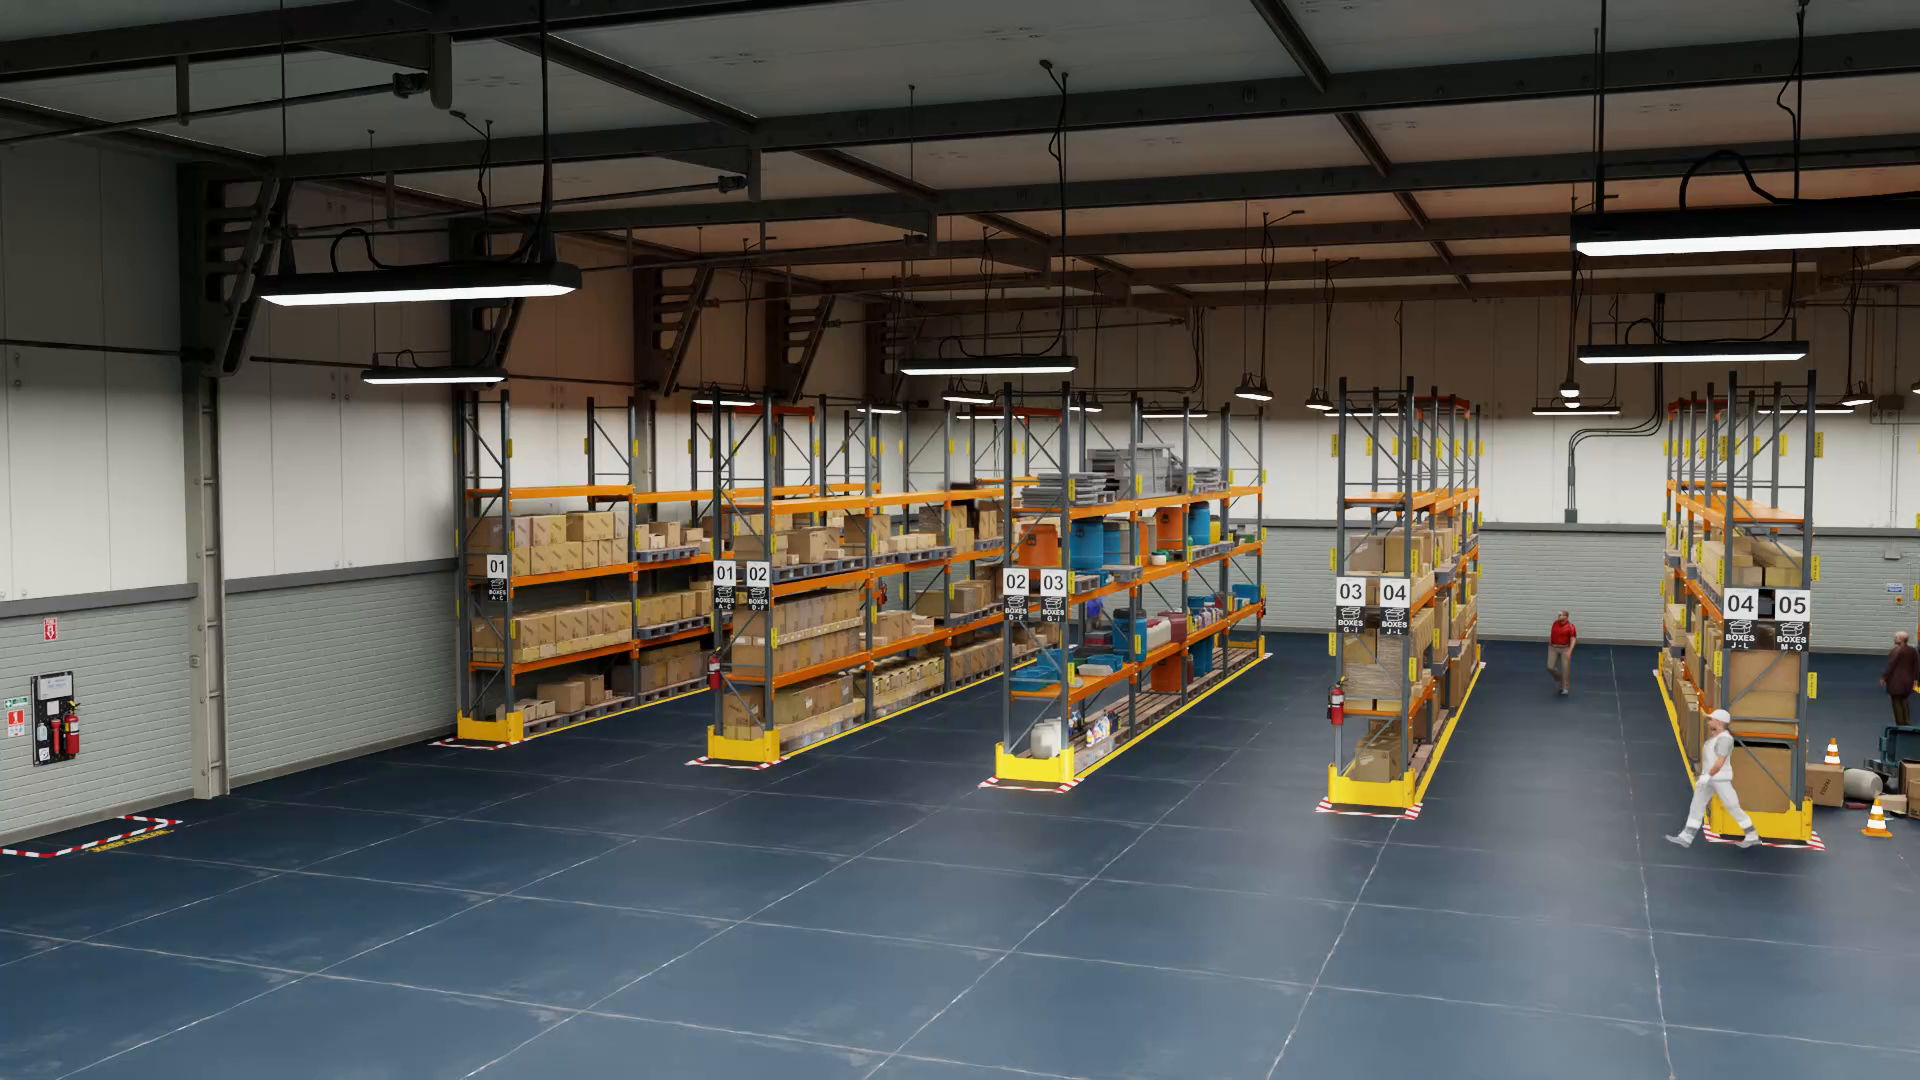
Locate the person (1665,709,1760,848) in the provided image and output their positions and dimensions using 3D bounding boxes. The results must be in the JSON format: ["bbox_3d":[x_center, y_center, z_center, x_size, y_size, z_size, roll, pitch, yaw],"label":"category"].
[{"bbox_3d":[9.400,2.986,20.734,1.064,1.744,0.542,0,3,-4],"label":"person"}]

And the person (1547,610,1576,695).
[{"bbox_3d":[12.269,2.279,33.946,0.602,1.719,0.642,2,4,28],"label":"person"}]

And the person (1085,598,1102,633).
[{"bbox_3d":[3.229,1.977,40.284,0.454,1.598,0.951,1,3,15],"label":"person"}]

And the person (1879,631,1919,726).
[{"bbox_3d":[16.507,2.505,29.174,0.631,1.821,0.549,0,3,4],"label":"person"}]
